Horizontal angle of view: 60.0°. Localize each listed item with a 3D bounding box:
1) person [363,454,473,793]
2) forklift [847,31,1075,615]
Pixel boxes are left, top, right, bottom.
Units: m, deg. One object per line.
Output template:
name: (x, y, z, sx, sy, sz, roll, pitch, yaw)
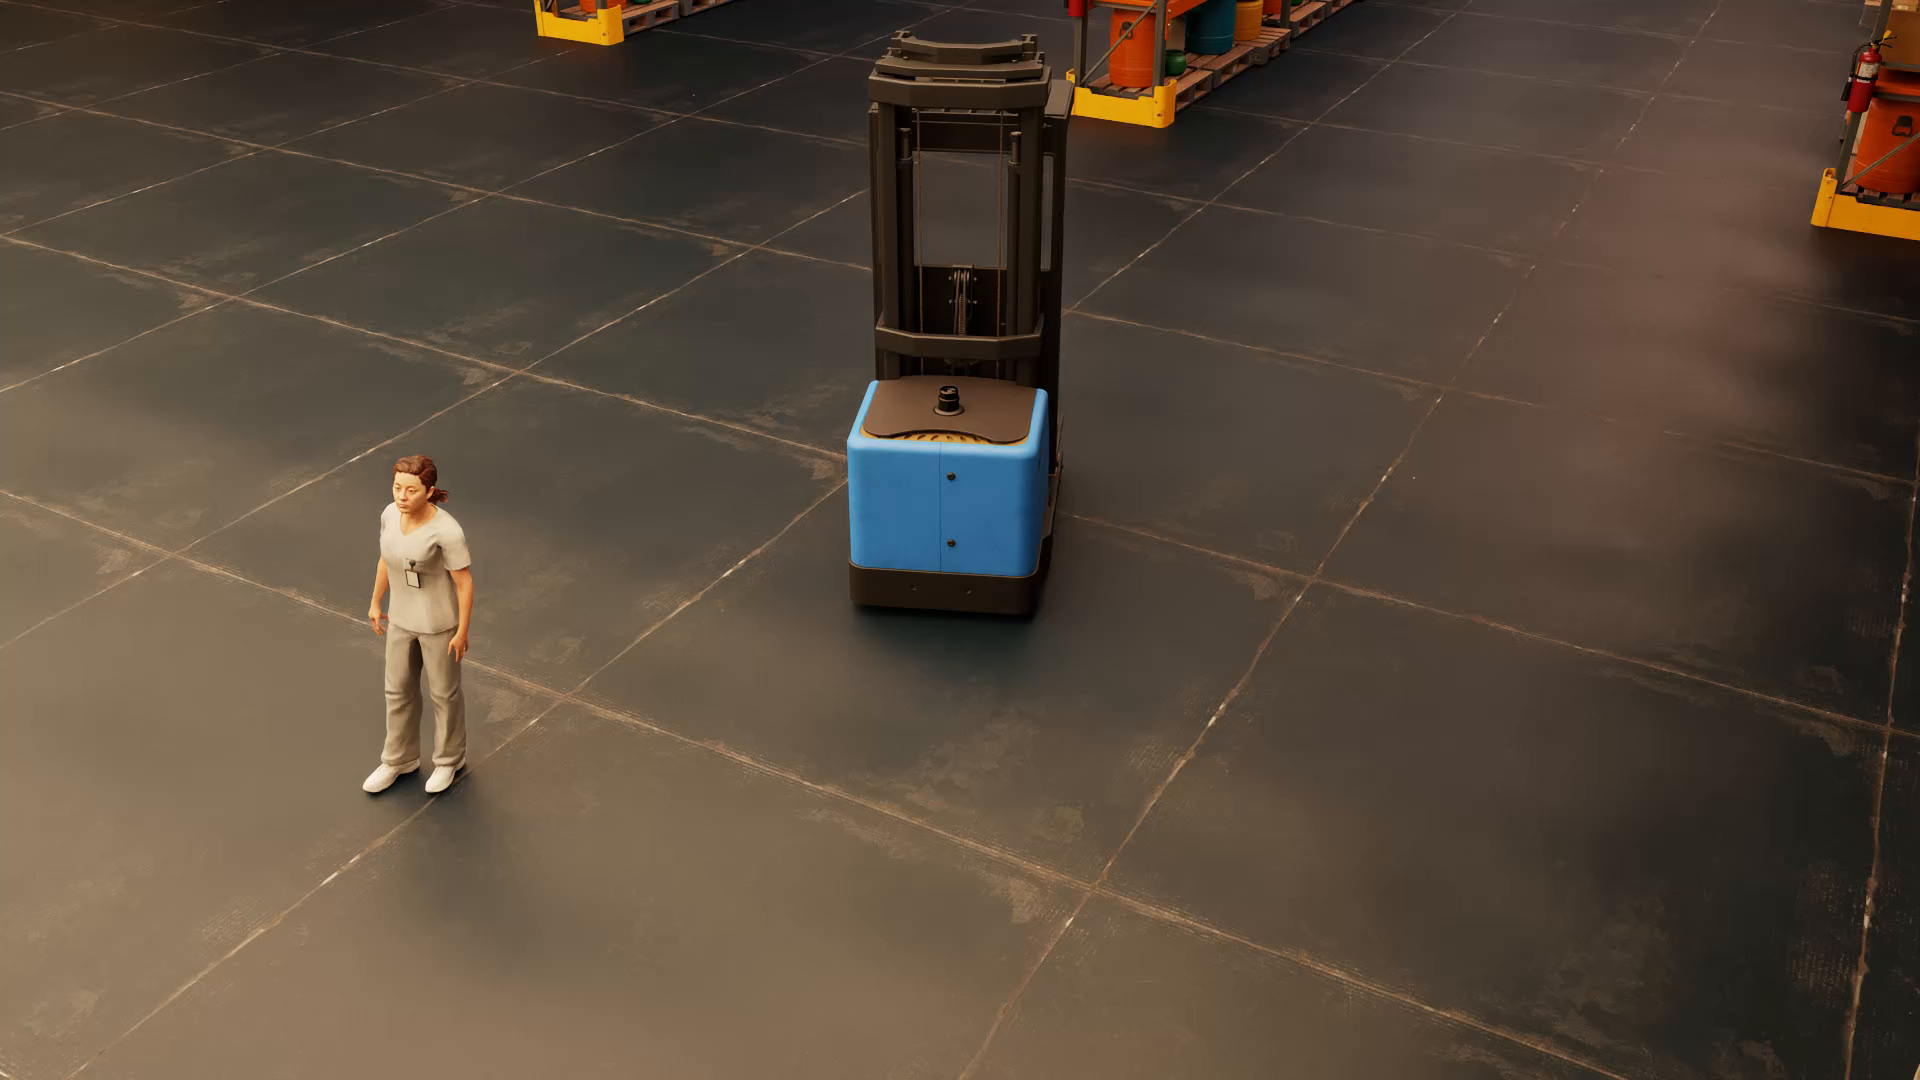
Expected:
person: (-2.493, 0.406, 7.607, 0.549, 1.674, 0.548, 12, 32, 20)
forklift: (0.072, -1.572, 9.794, 1.130, 2.935, 3.031, 3, 30, 6)
